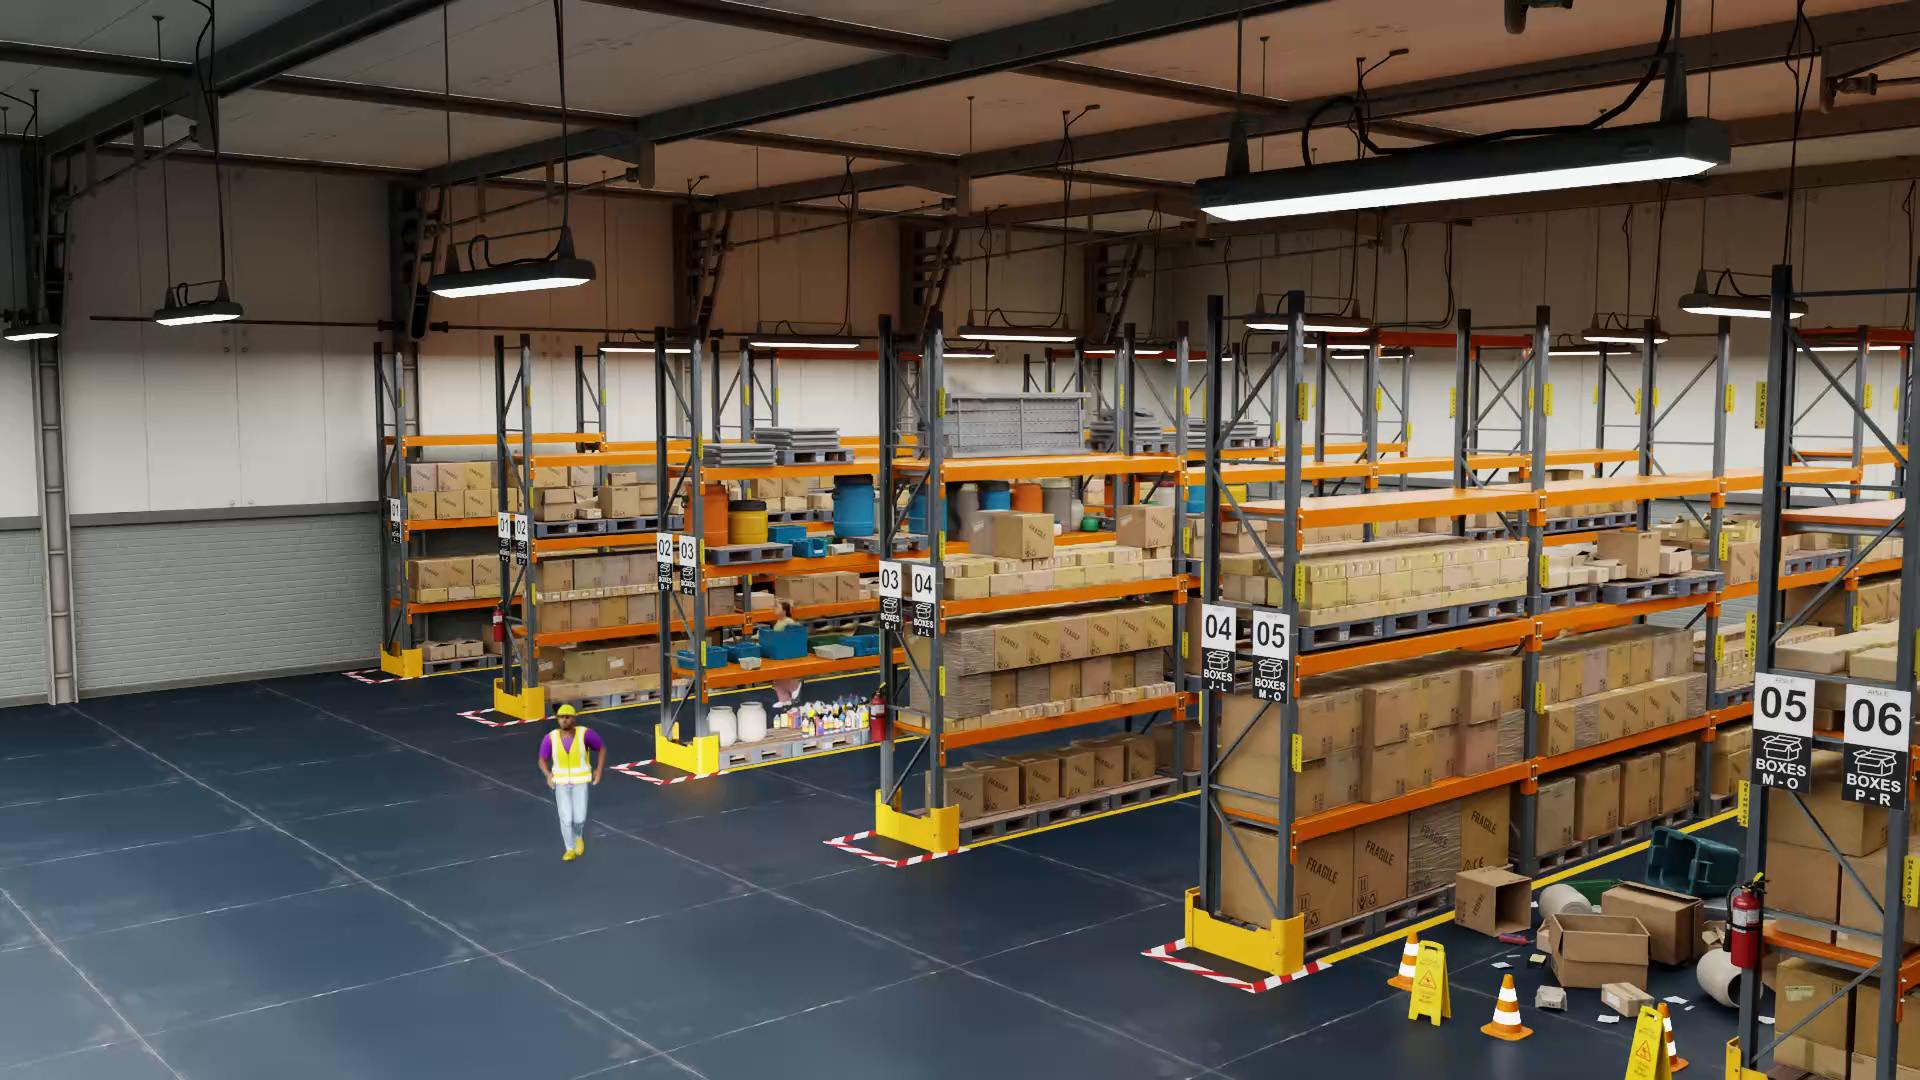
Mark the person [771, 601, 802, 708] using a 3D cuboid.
[{"bbox_3d":[-2.694,1.759,25.613,0.547,1.636,0.580,-4,7,-37],"label":"person"}]

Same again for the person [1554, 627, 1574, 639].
[{"bbox_3d":[9.057,1.978,25.053,0.726,1.569,0.618,-5,7,-43],"label":"person"}]

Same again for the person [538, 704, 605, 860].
[{"bbox_3d":[-4.247,2.654,18.154,0.711,1.722,0.533,-1,5,-7],"label":"person"}]
